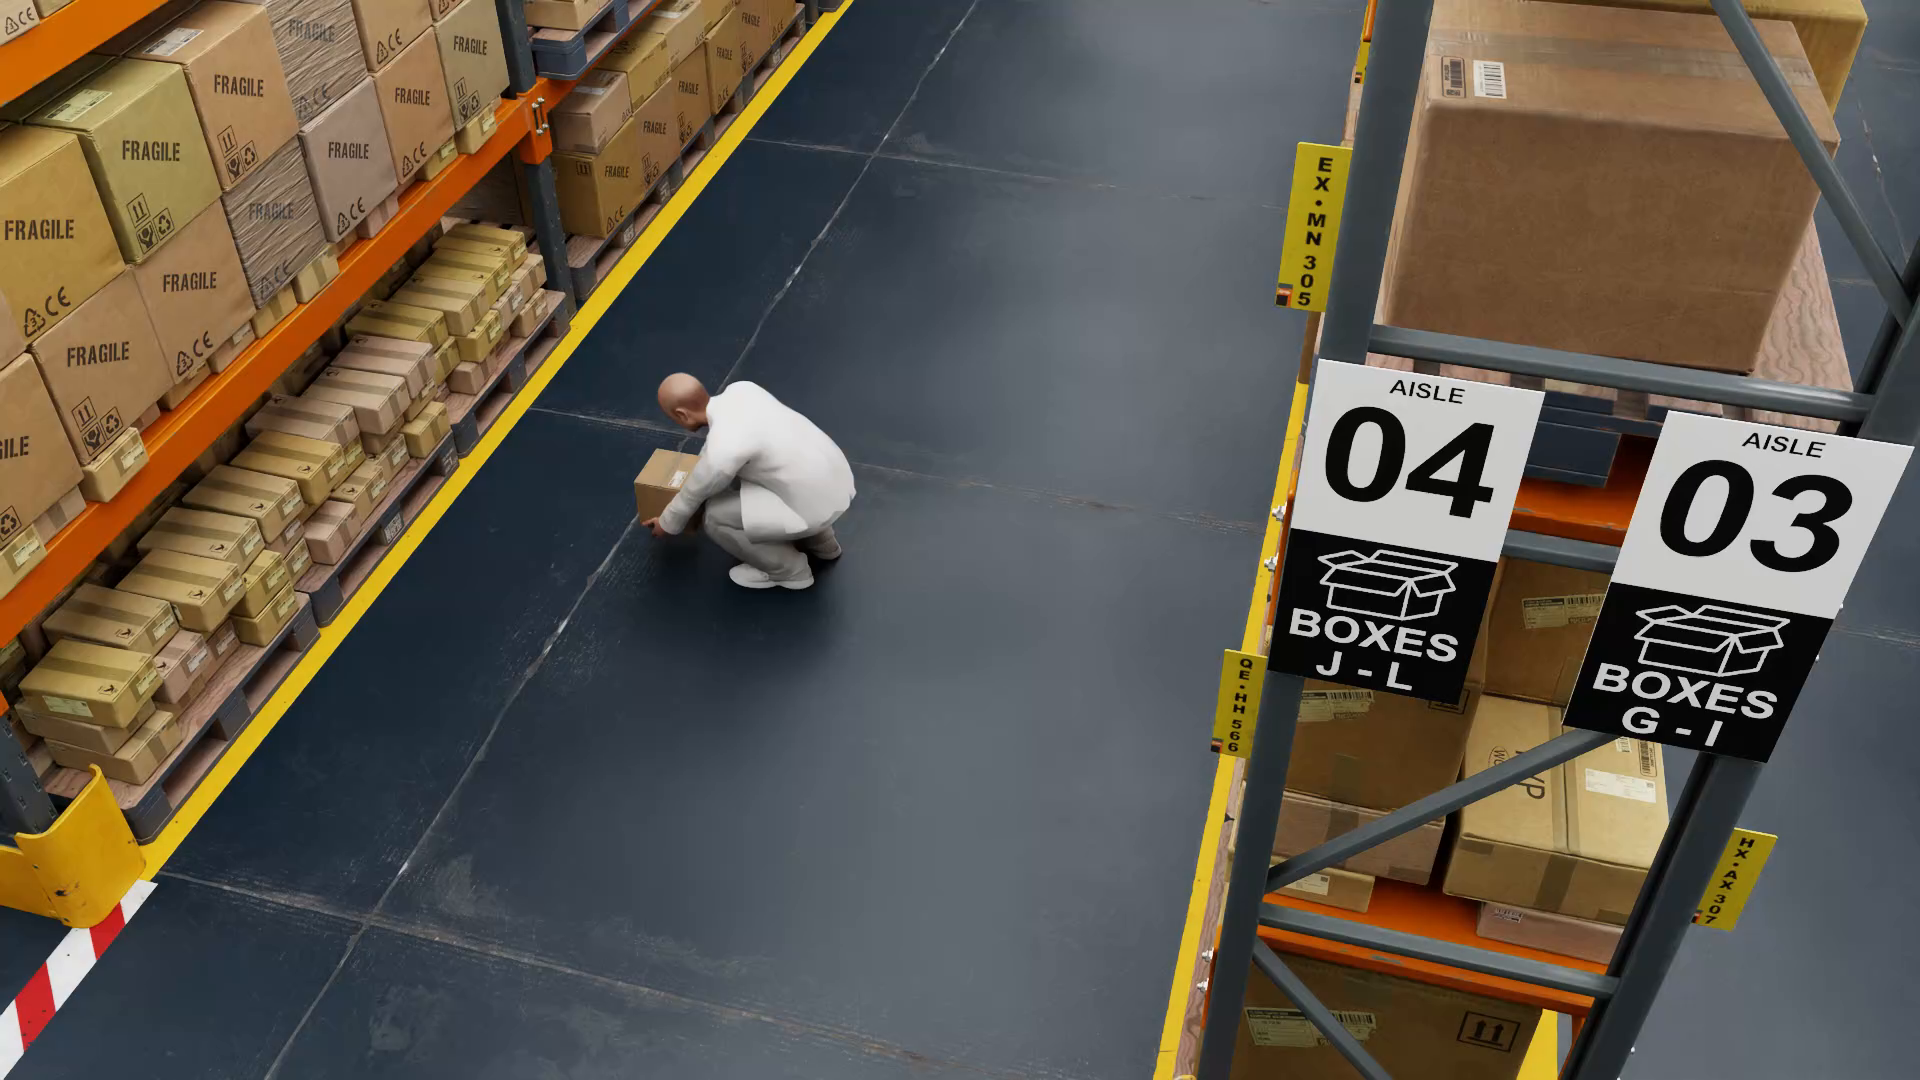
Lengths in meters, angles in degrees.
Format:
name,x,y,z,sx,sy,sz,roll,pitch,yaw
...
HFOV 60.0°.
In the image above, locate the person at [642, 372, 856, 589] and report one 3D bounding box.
name,x,y,z,sx,sy,sz,roll,pitch,yaw
person,-0.907,-0.284,7.105,0.923,1.003,0.584,9,41,11
